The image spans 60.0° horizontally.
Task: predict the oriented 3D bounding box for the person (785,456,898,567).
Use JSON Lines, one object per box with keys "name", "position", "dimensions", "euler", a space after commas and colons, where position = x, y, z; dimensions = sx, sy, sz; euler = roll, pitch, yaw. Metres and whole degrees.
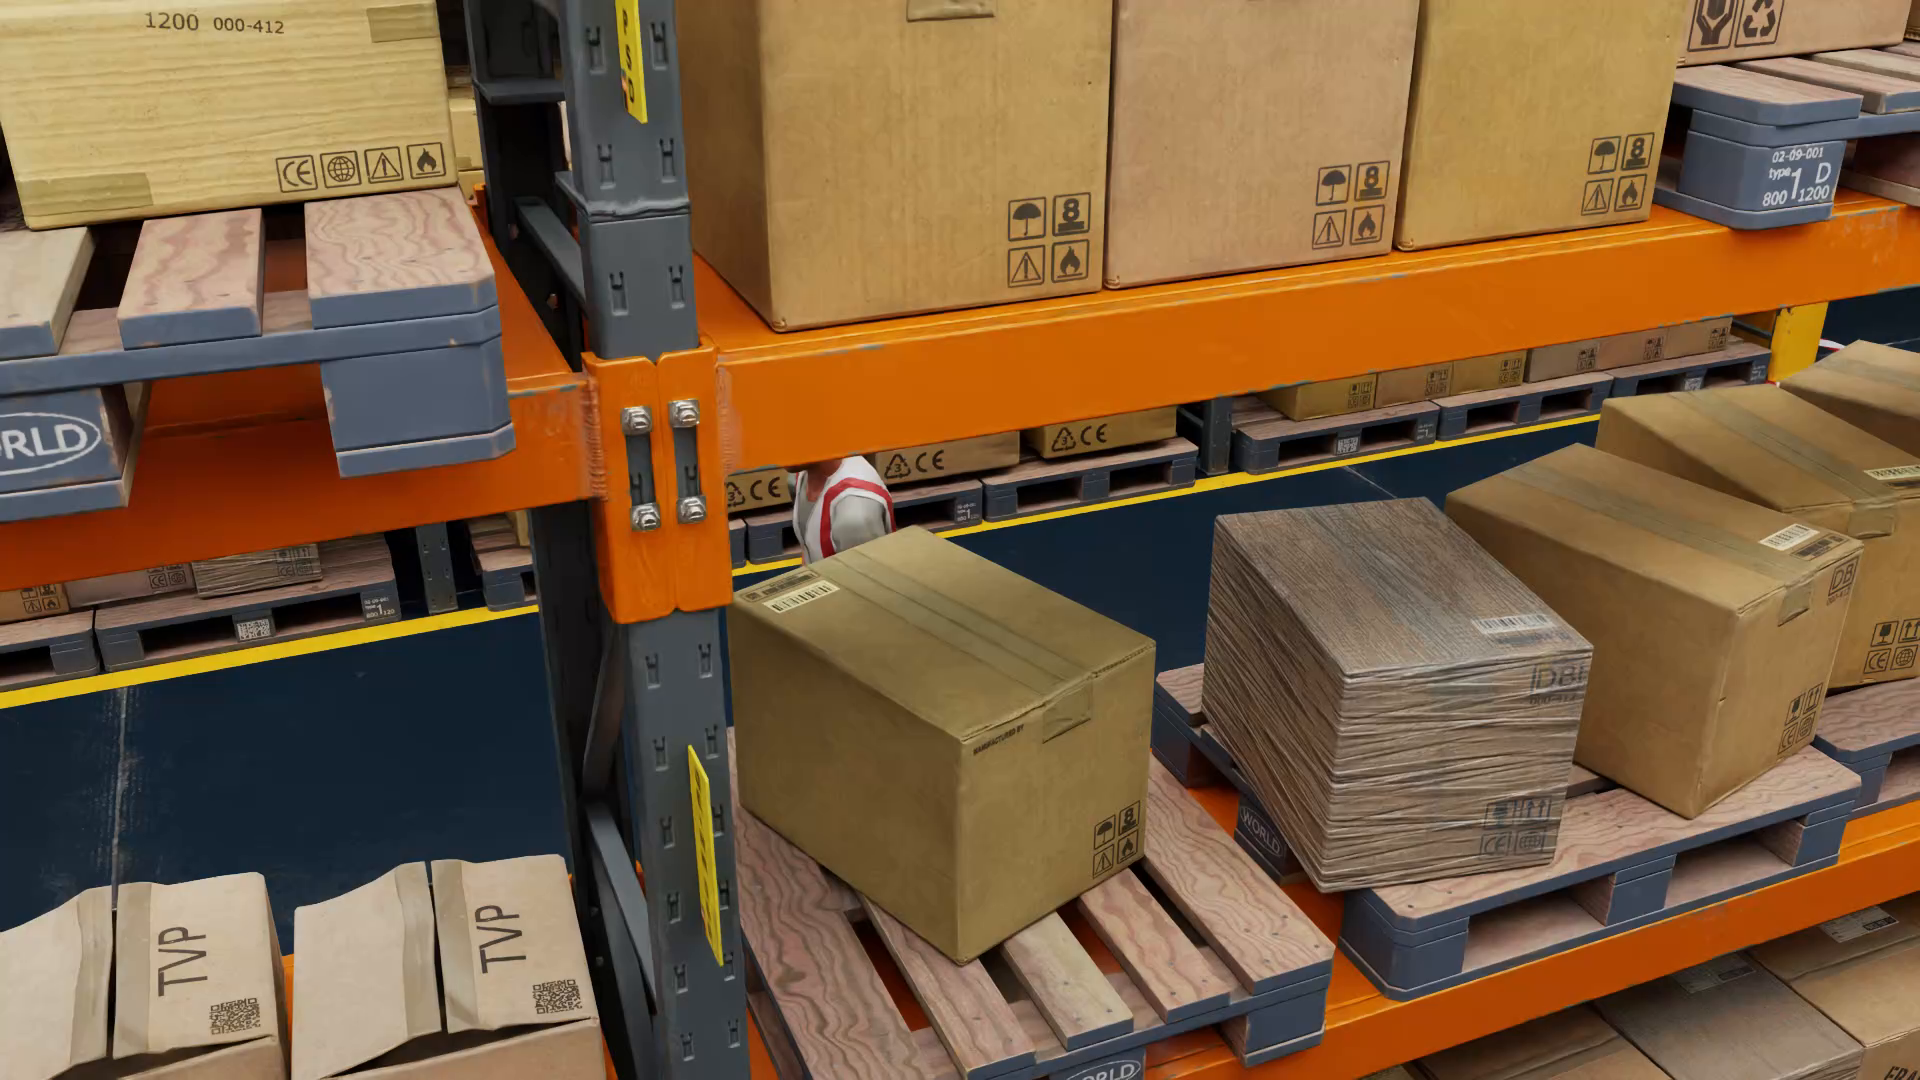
{"name": "person", "position": [-0.416, 0.306, 5.458], "dimensions": [0.454, 1.779, 0.620], "euler": [-11, 28, -22]}
